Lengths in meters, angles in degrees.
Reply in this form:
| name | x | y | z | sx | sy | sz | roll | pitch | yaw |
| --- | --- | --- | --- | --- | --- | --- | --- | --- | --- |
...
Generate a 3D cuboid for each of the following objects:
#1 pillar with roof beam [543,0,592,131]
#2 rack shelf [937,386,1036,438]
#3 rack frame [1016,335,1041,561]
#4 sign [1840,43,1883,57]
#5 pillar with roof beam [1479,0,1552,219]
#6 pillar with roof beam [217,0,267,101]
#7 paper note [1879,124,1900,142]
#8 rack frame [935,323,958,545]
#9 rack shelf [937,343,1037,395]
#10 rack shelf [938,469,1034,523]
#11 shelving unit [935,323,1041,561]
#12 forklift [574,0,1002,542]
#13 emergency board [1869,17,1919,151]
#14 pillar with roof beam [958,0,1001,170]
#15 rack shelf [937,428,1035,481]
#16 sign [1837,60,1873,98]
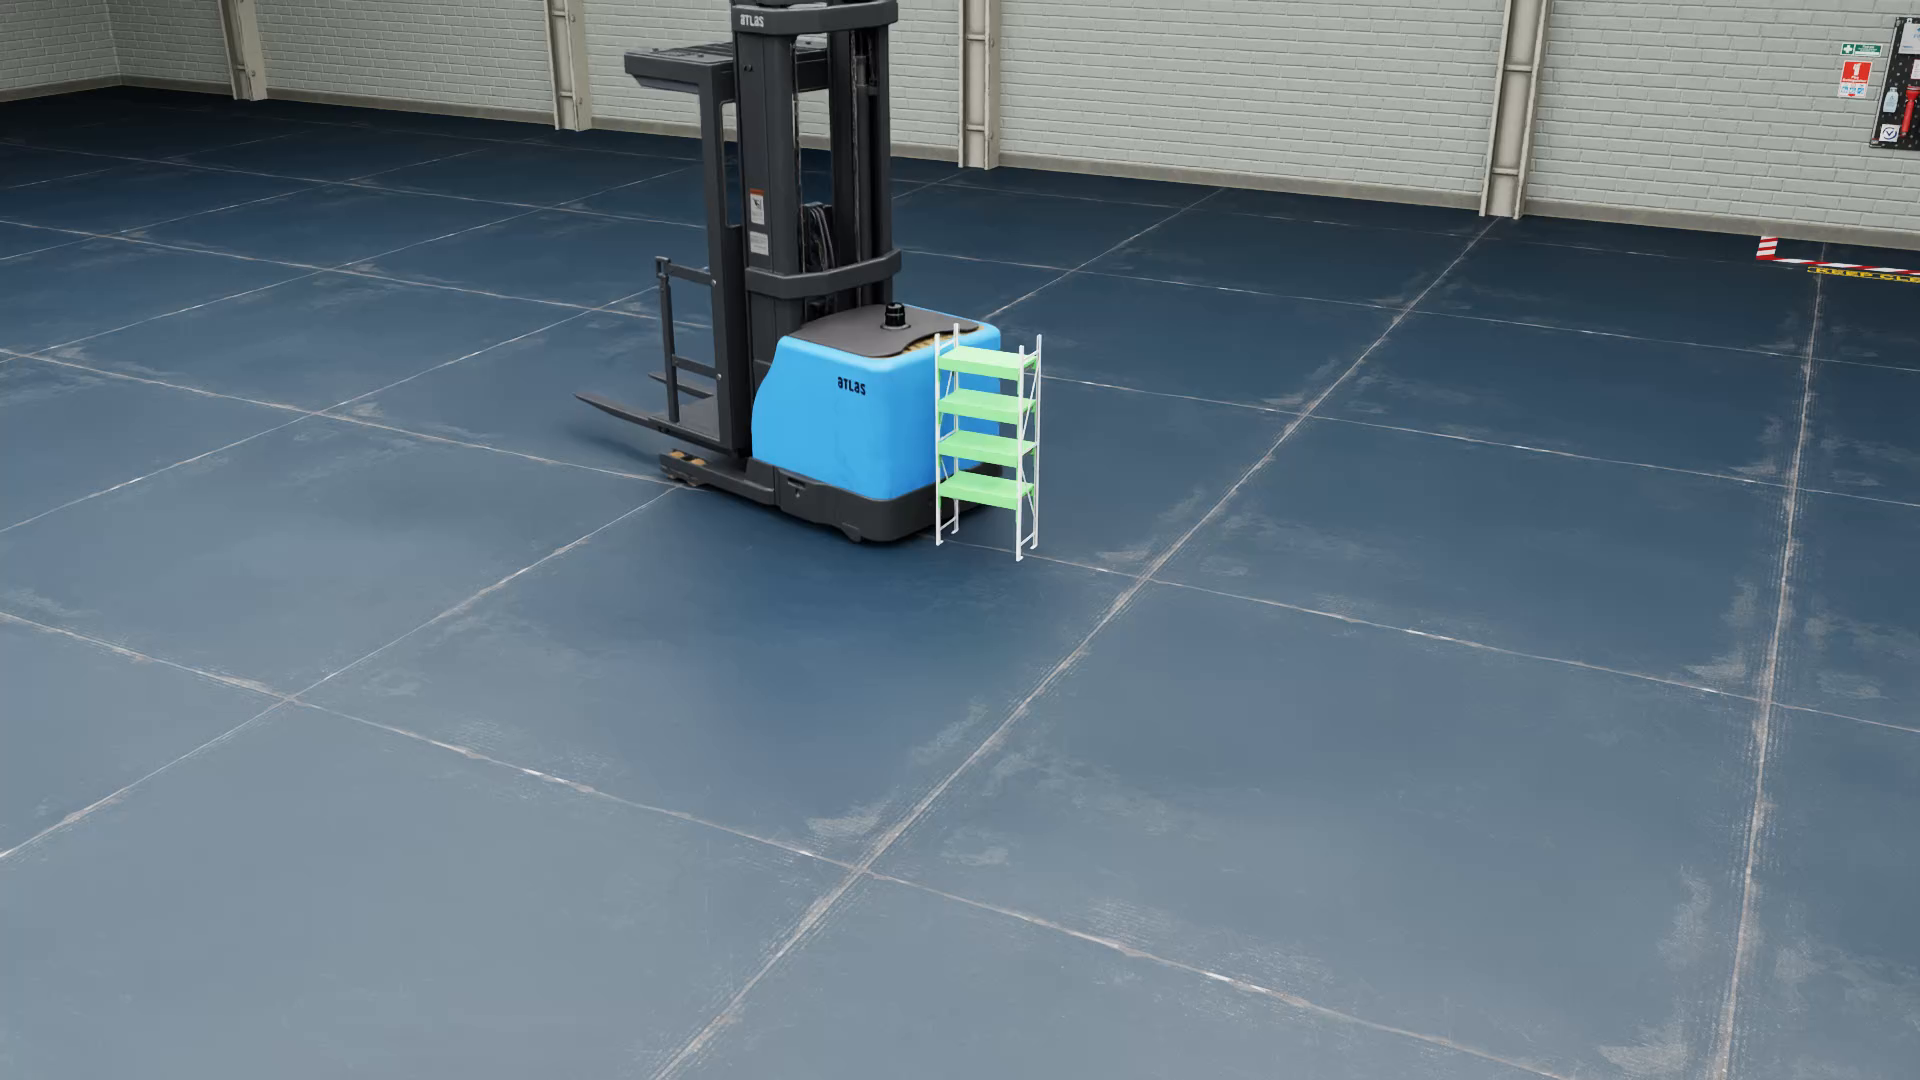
| name | x | y | z | sx | sy | sz | roll | pitch | yaw |
| --- | --- | --- | --- | --- | --- | --- | --- | --- | --- |
| pillar with roof beam | -7.073 | -8.109 | 16.820 | 0.400 | 9.000 | 9.100 | 11 | 25 | 25 |
| rack shelf | 0.148 | -0.685 | 8.878 | 0.480 | 0.148 | 0.258 | 11 | 25 | 25 |
| rack frame | 0.365 | -0.480 | 8.845 | 0.015 | 1.200 | 0.240 | 11 | 25 | 25 |
| sign | 8.298 | -4.514 | 15.308 | 0.331 | 0.109 | 0.001 | 11 | 25 | 25 |
| pillar with roof beam | 3.636 | -5.991 | 11.838 | 0.400 | 9.000 | 9.100 | 11 | 25 | 25 |
| pillar with roof beam | -12.427 | -9.169 | 19.312 | 0.400 | 9.000 | 9.100 | 11 | 25 | 25 |
| paper note | 8.618 | -3.774 | 15.416 | 0.142 | 0.148 | 0.016 | 11 | 25 | 25 |
| rack frame | -0.070 | -0.566 | 9.048 | 0.015 | 1.200 | 0.240 | 11 | 25 | 25 |
| rack shelf | 0.148 | -0.906 | 8.784 | 0.480 | 0.148 | 0.258 | 11 | 25 | 25 |
| rack shelf | 0.148 | -0.243 | 9.065 | 0.480 | 0.148 | 0.258 | 11 | 25 | 25 |
| shelving unit | 0.148 | -0.523 | 8.946 | 0.503 | 1.200 | 0.258 | 11 | 25 | 25 |
| forklift | -1.190 | -1.804 | 9.748 | 3.031 | 2.935 | 1.130 | 19 | 30 | 38 |
| emergency board | 8.745 | -4.124 | 15.113 | 0.643 | 1.169 | 0.194 | 11 | 25 | 25 |
| pillar with roof beam | -1.718 | -7.050 | 14.329 | 0.400 | 9.000 | 9.100 | 11 | 25 | 25 |
| rack shelf | 0.148 | -0.464 | 8.971 | 0.480 | 0.148 | 0.258 | 11 | 25 | 25 |
| sign | 8.298 | -4.274 | 15.421 | 0.234 | 0.329 | 0.001 | 11 | 25 | 25 |
